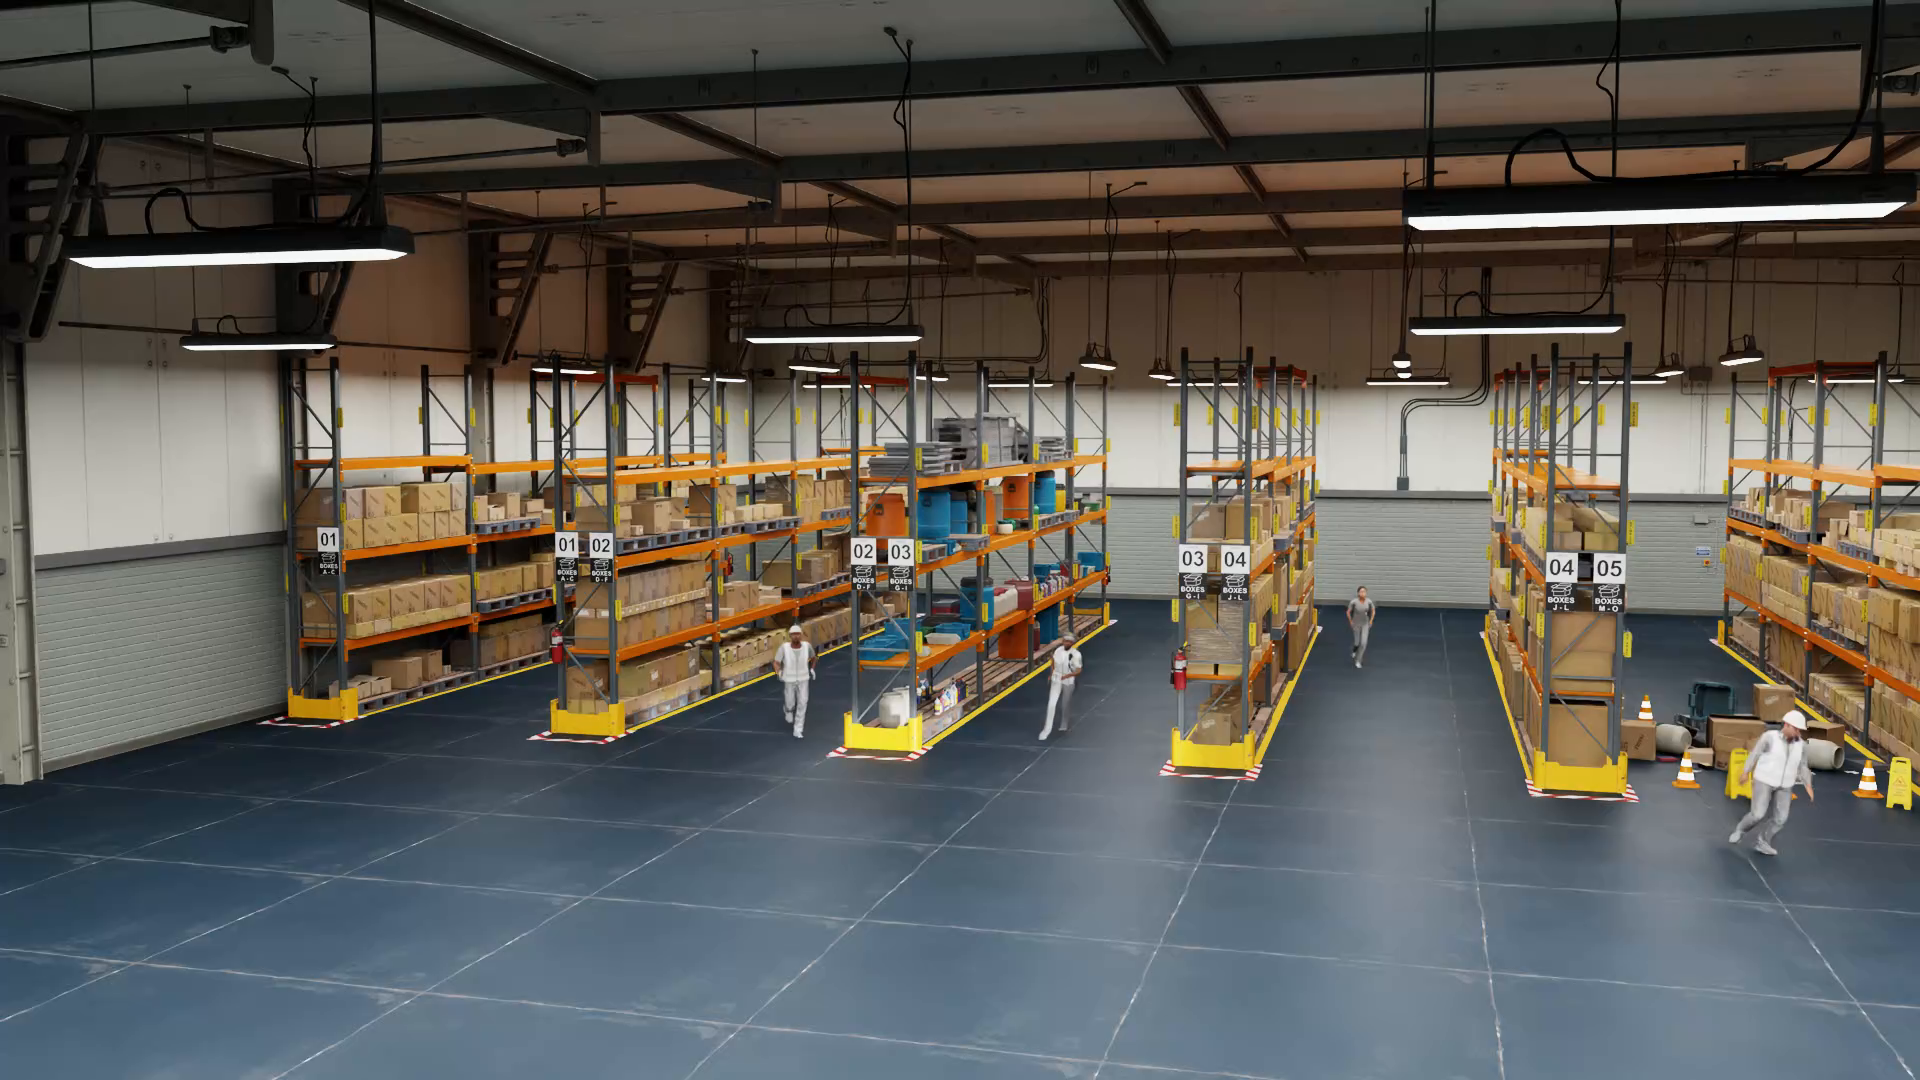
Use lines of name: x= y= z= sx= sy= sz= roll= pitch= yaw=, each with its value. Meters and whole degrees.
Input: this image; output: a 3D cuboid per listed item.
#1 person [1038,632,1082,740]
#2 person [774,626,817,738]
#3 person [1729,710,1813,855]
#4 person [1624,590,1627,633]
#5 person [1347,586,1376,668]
person: x=1.615 y=2.248 z=26.002 sx=0.641 sy=1.667 sz=0.835 roll=1 pitch=4 yaw=15
person: x=-2.598 y=2.212 z=26.284 sx=0.694 sy=1.749 sz=0.813 roll=-1 pitch=4 yaw=-12
person: x=9.280 y=2.753 z=18.976 sx=0.778 sy=1.694 sz=0.685 roll=0 pitch=4 yaw=-1
person: x=14.458 y=1.594 z=36.729 sx=0.569 sy=1.428 sz=0.805 roll=-3 pitch=5 yaw=-34
person: x=8.105 y=1.735 z=33.603 sx=0.570 sy=1.627 sz=0.659 roll=0 pitch=4 yaw=2
